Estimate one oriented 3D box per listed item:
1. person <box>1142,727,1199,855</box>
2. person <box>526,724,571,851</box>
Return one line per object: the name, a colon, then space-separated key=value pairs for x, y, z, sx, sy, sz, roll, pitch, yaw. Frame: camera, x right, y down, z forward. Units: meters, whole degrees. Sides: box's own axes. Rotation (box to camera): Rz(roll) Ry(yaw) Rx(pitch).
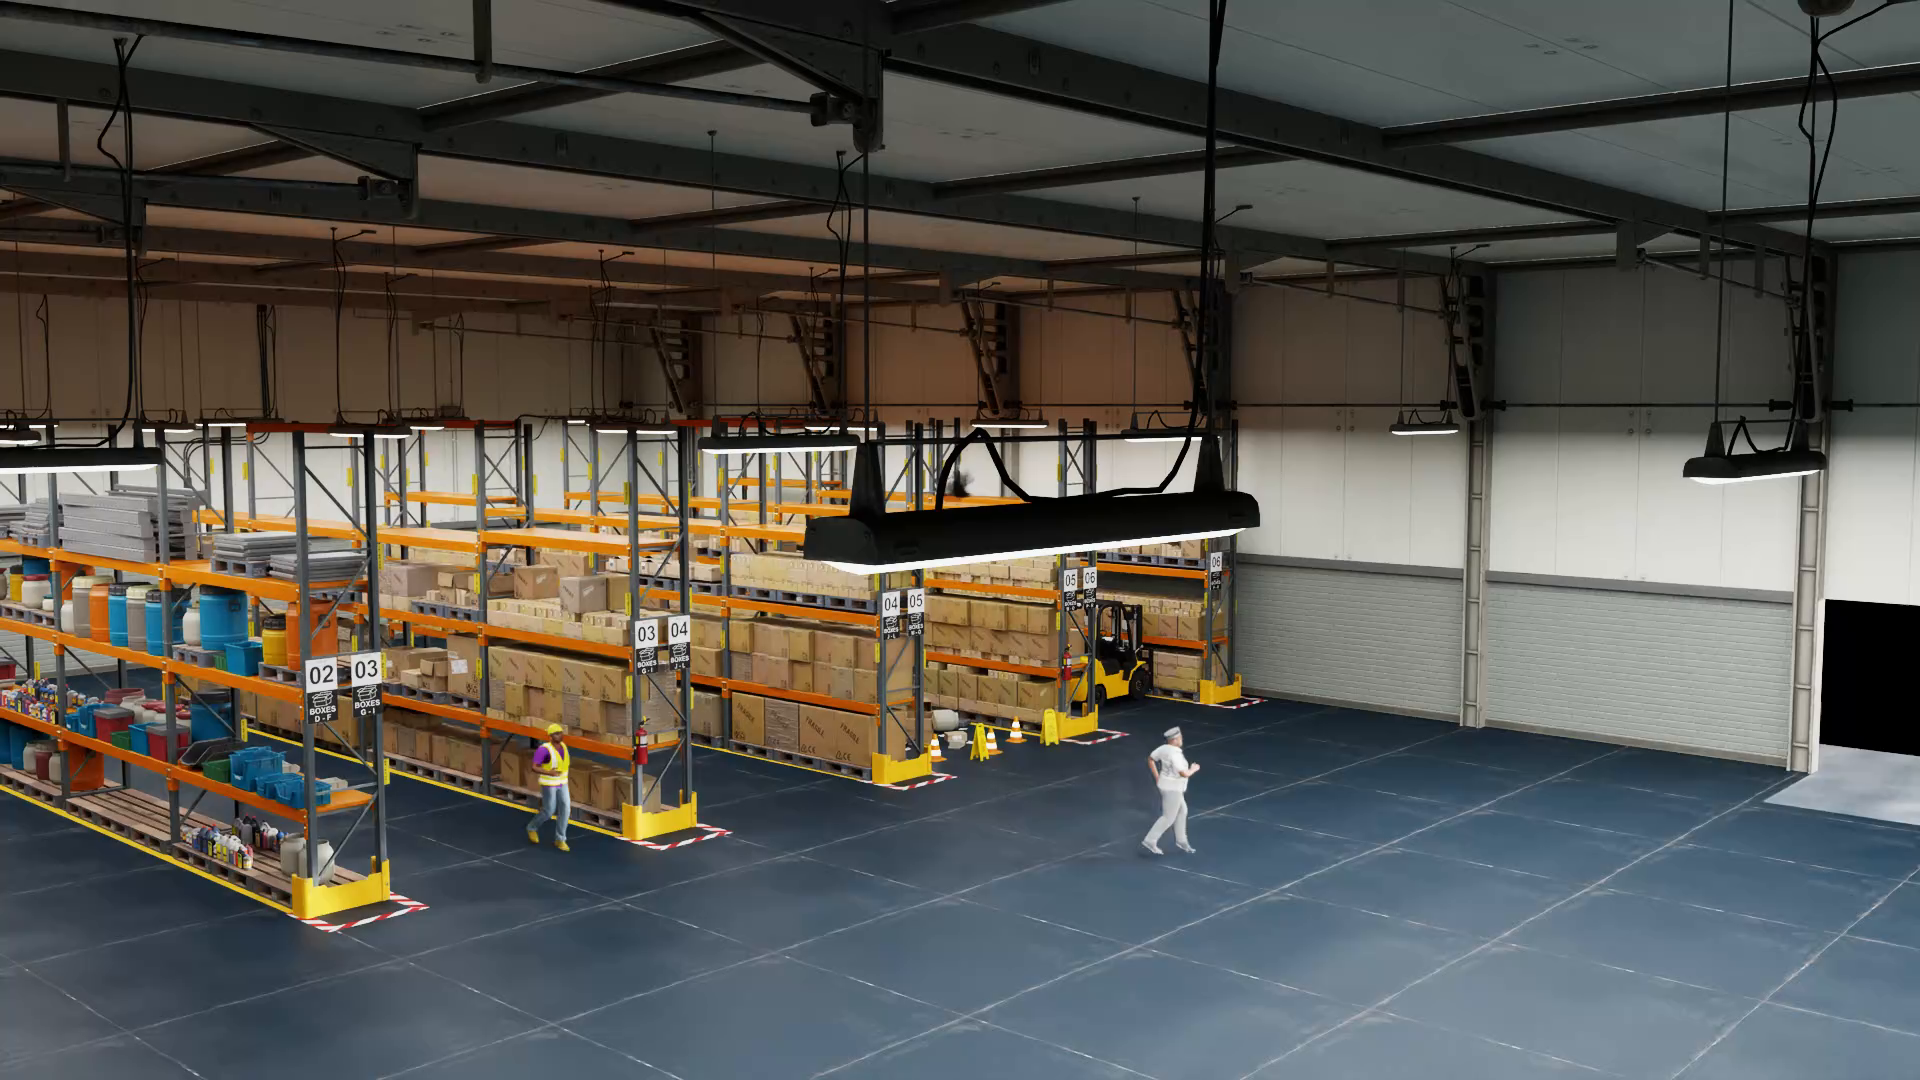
person: x=2.946 y=3.534 z=23.308 sx=0.848 sy=1.844 sz=0.664 roll=-1 pitch=5 yaw=-11
person: x=-5.851 y=3.527 z=23.813 sx=0.786 sy=1.813 sz=0.727 roll=3 pitch=6 yaw=32
